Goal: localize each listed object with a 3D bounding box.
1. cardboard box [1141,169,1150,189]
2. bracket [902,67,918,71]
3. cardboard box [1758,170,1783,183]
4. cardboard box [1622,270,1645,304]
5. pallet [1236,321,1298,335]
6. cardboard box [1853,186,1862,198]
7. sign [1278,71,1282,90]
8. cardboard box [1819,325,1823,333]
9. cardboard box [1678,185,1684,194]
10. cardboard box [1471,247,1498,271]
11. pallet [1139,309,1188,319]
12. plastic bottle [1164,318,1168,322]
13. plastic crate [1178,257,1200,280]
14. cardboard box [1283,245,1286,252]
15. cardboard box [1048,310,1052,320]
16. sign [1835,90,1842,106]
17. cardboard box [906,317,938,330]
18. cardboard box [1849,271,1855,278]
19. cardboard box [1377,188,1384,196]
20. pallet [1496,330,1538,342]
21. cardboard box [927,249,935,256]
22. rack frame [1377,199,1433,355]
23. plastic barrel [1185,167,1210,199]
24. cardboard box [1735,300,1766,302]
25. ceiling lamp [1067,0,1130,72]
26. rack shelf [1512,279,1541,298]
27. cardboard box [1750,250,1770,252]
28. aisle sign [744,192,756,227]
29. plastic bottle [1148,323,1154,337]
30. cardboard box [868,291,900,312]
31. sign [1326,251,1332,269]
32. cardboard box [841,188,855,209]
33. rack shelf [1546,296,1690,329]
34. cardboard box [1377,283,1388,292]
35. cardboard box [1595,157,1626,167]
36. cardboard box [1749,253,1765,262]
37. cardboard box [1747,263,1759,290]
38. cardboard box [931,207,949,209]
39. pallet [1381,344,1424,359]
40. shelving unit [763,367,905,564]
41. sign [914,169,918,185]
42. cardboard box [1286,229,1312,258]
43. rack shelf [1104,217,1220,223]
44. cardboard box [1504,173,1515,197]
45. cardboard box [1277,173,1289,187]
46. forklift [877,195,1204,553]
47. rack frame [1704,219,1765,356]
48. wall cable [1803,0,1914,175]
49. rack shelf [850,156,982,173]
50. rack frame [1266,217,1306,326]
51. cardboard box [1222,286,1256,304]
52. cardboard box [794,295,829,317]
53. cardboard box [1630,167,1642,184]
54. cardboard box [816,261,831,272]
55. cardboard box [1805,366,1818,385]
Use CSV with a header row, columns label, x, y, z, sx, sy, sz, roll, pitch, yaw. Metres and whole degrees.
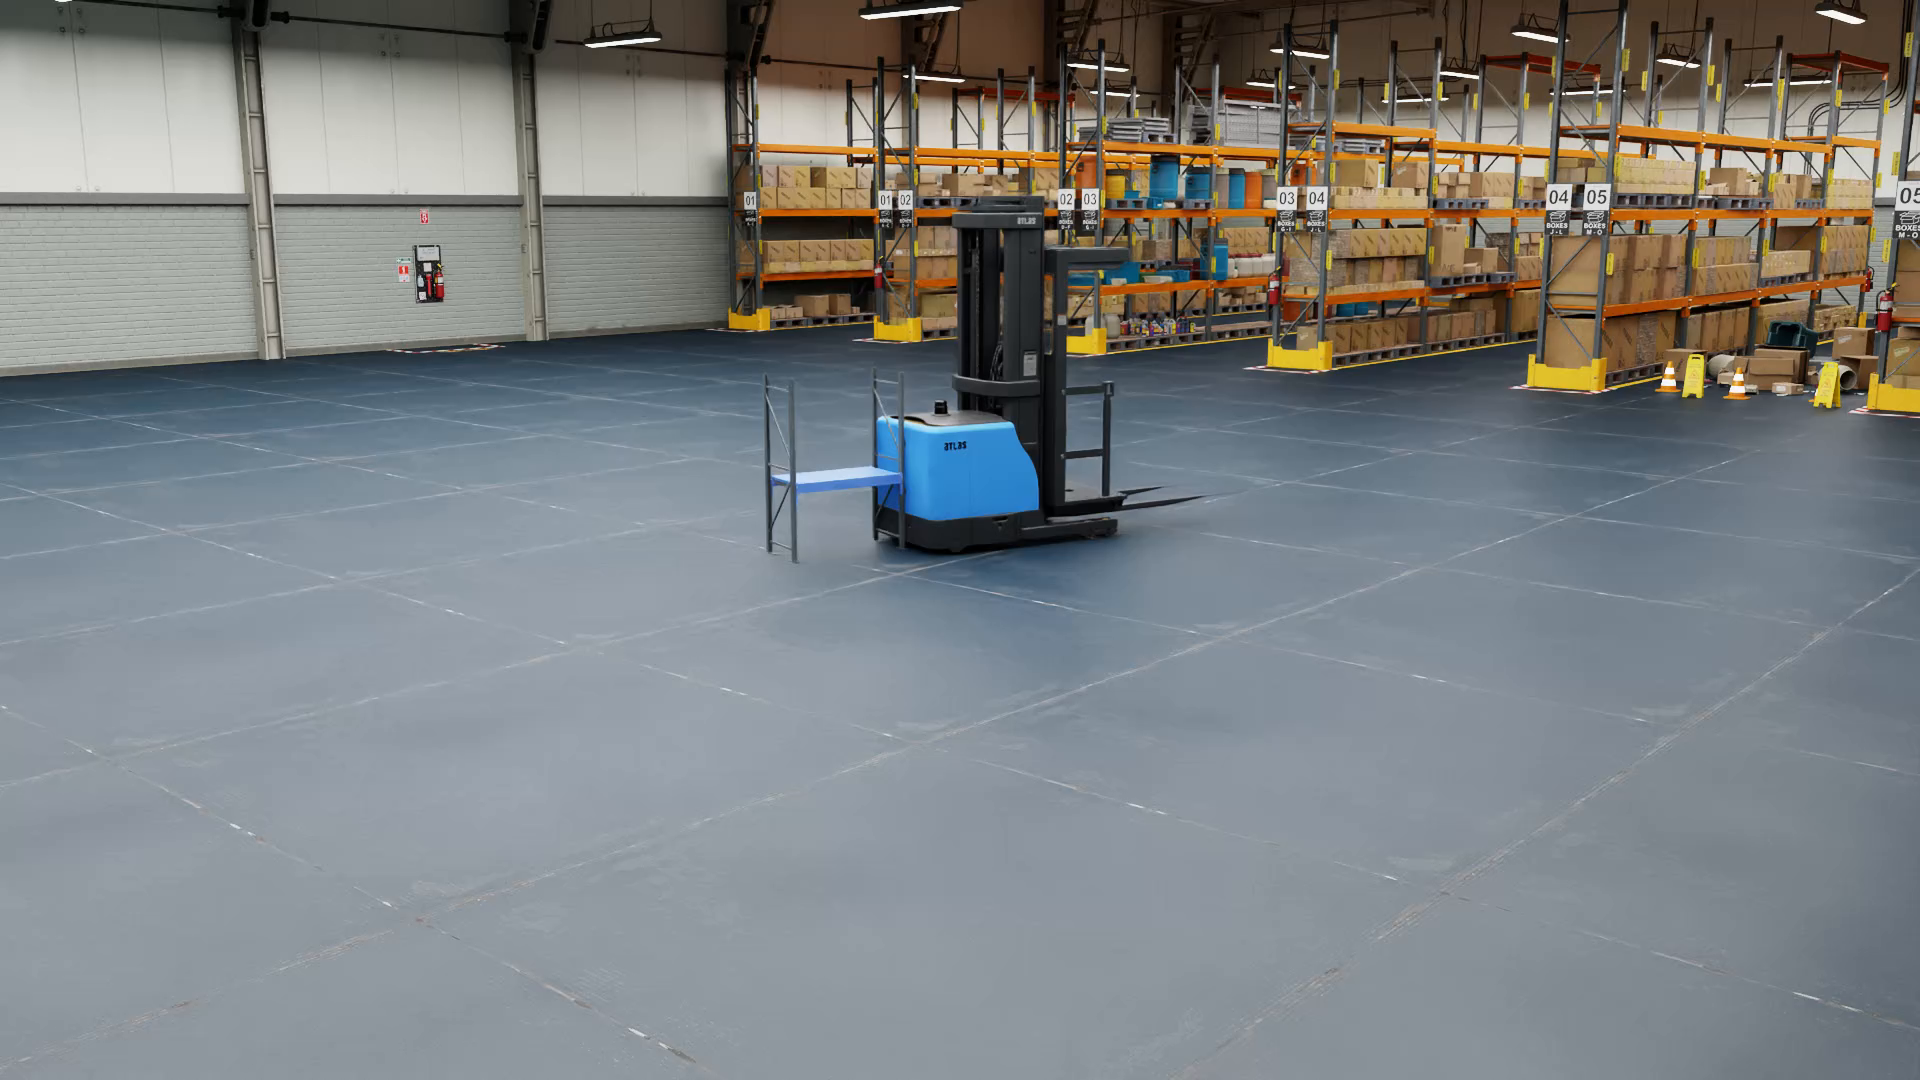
label,x,y,z,sx,sy,sz,roll,pitch,yaw
cardboard box,4.557,-9.187,42.332,0.500,0.500,0.500,10,15,40
bracket,-1.311,-12.199,43.371,0.235,0.232,0.430,10,15,40
cardboard box,15.840,-7.096,32.461,0.396,0.266,0.258,10,15,40
cardboard box,10.767,-4.208,27.485,0.875,0.550,0.550,10,15,40
pallet,7.106,-4.921,38.559,1.003,0.211,1.213,10,15,40
cardboard box,19.517,-7.669,36.648,0.500,0.250,0.500,10,15,41
sign,5.682,-8.132,29.412,0.100,0.325,0.005,10,15,40
cardboard box,18.324,-4.548,35.781,0.380,0.149,0.250,10,15,42
cardboard box,12.049,-5.945,28.221,0.380,0.149,0.250,10,15,41
cardboard box,11.040,-5.927,35.150,0.500,0.500,0.500,8,14,33
pallet,5.255,-5.954,43.734,1.003,0.211,1.213,10,15,40
plastic bottle,4.466,-4.696,36.158,0.097,0.271,0.097,0,11,0
plastic crate,5.096,-5.951,36.433,0.402,0.464,0.583,10,15,40
cardboard box,9.118,-8.163,47.417,0.500,0.500,0.500,10,15,42
cardboard box,2.078,-5.410,39.834,0.500,0.250,0.500,10,15,42
sign,18.087,-9.096,34.237,0.100,0.325,0.005,10,15,40
cardboard box,-0.832,-4.769,36.627,0.500,0.250,0.500,10,15,40
cardboard box,19.806,-5.959,37.278,0.380,0.149,0.250,10,15,42
cardboard box,7.619,-6.453,30.818,0.380,0.149,0.250,9,14,38
pallet,11.944,-4.496,36.430,1.003,0.211,1.213,10,15,40
cardboard box,-0.760,-6.297,36.420,0.380,0.149,0.250,9,15,39
rack frame,8.726,-5.168,32.679,1.000,3.000,0.127,10,15,40
plastic barrel,5.179,-7.628,36.057,0.600,0.901,0.708,10,15,40
cardboard box,16.290,-4.809,34.277,0.500,0.250,0.500,11,15,42
ceiling lamp,3.226,-11.884,36.084,0.800,3.185,2.000,10,15,40
rack shelf,12.687,-5.698,37.169,1.077,0.370,4.000,10,15,40
cardboard box,16.710,-5.986,34.823,0.380,0.149,0.250,10,15,41
aisle sign,-4.899,-7.727,38.849,0.394,0.787,0.004,10,15,40
plastic bottle,3.959,-4.361,34.450,0.061,0.283,0.133,10,15,41
cardboard box,-1.963,-6.190,43.052,0.700,0.500,0.500,10,15,42
sign,6.494,-4.934,29.296,0.100,0.325,0.005,10,15,40
cardboard box,-2.927,-8.440,41.096,0.500,0.500,0.500,8,14,36
rack shelf,11.065,-3.865,27.991,1.077,0.370,4.000,10,15,40
cardboard box,7.804,-4.757,31.259,0.380,0.149,0.250,10,15,40
cardboard box,10.204,-5.925,26.089,0.380,0.149,0.250,10,15,41
cardboard box,15.479,-5.519,32.483,0.380,0.149,0.250,10,15,40
cardboard box,14.930,-5.049,31.824,0.500,0.500,0.500,10,15,40
cardboard box,-0.721,-9.031,44.044,0.637,0.503,0.797,-10,15,-40
pallet,8.310,-3.698,32.434,1.003,0.211,1.213,10,15,40
shelving unit,-1.039,-0.641,13.839,1.048,1.500,0.538,-7,13,-32
sign,-0.940,-7.727,35.397,0.100,0.325,0.005,10,15,40
cardboard box,6.263,-5.378,30.160,0.500,0.500,0.500,10,15,40
rack shelf,5.248,-8.451,43.290,1.077,0.370,4.000,10,15,40
cardboard box,11.240,-7.419,34.759,0.500,0.500,0.500,10,15,42
cardboard box,8.882,-10.148,47.143,0.700,0.500,0.500,10,15,40
forklift,0.790,-1.524,14.608,3.031,2.935,1.130,-7,13,-31
rack frame,15.026,-5.101,32.340,1.000,3.000,0.127,10,15,40
wall cable,22.969,-11.840,42.549,2.277,5.999,0.120,10,15,40
rack shelf,-1.116,-9.777,43.293,1.077,0.370,4.000,10,15,40
rack frame,7.646,-6.397,38.831,1.000,3.000,0.127,10,15,40
cardboard box,7.805,-6.895,46.576,0.797,0.503,0.637,10,15,40
cardboard box,-3.654,-5.767,40.932,0.700,0.500,0.500,9,14,37
cardboard box,10.591,-5.835,26.652,0.500,0.250,0.500,10,15,40
cardboard box,-3.508,-6.695,40.652,0.500,0.250,0.500,10,15,41
cardboard box,14.020,-2.704,27.321,0.258,0.266,0.396,0,11,1
